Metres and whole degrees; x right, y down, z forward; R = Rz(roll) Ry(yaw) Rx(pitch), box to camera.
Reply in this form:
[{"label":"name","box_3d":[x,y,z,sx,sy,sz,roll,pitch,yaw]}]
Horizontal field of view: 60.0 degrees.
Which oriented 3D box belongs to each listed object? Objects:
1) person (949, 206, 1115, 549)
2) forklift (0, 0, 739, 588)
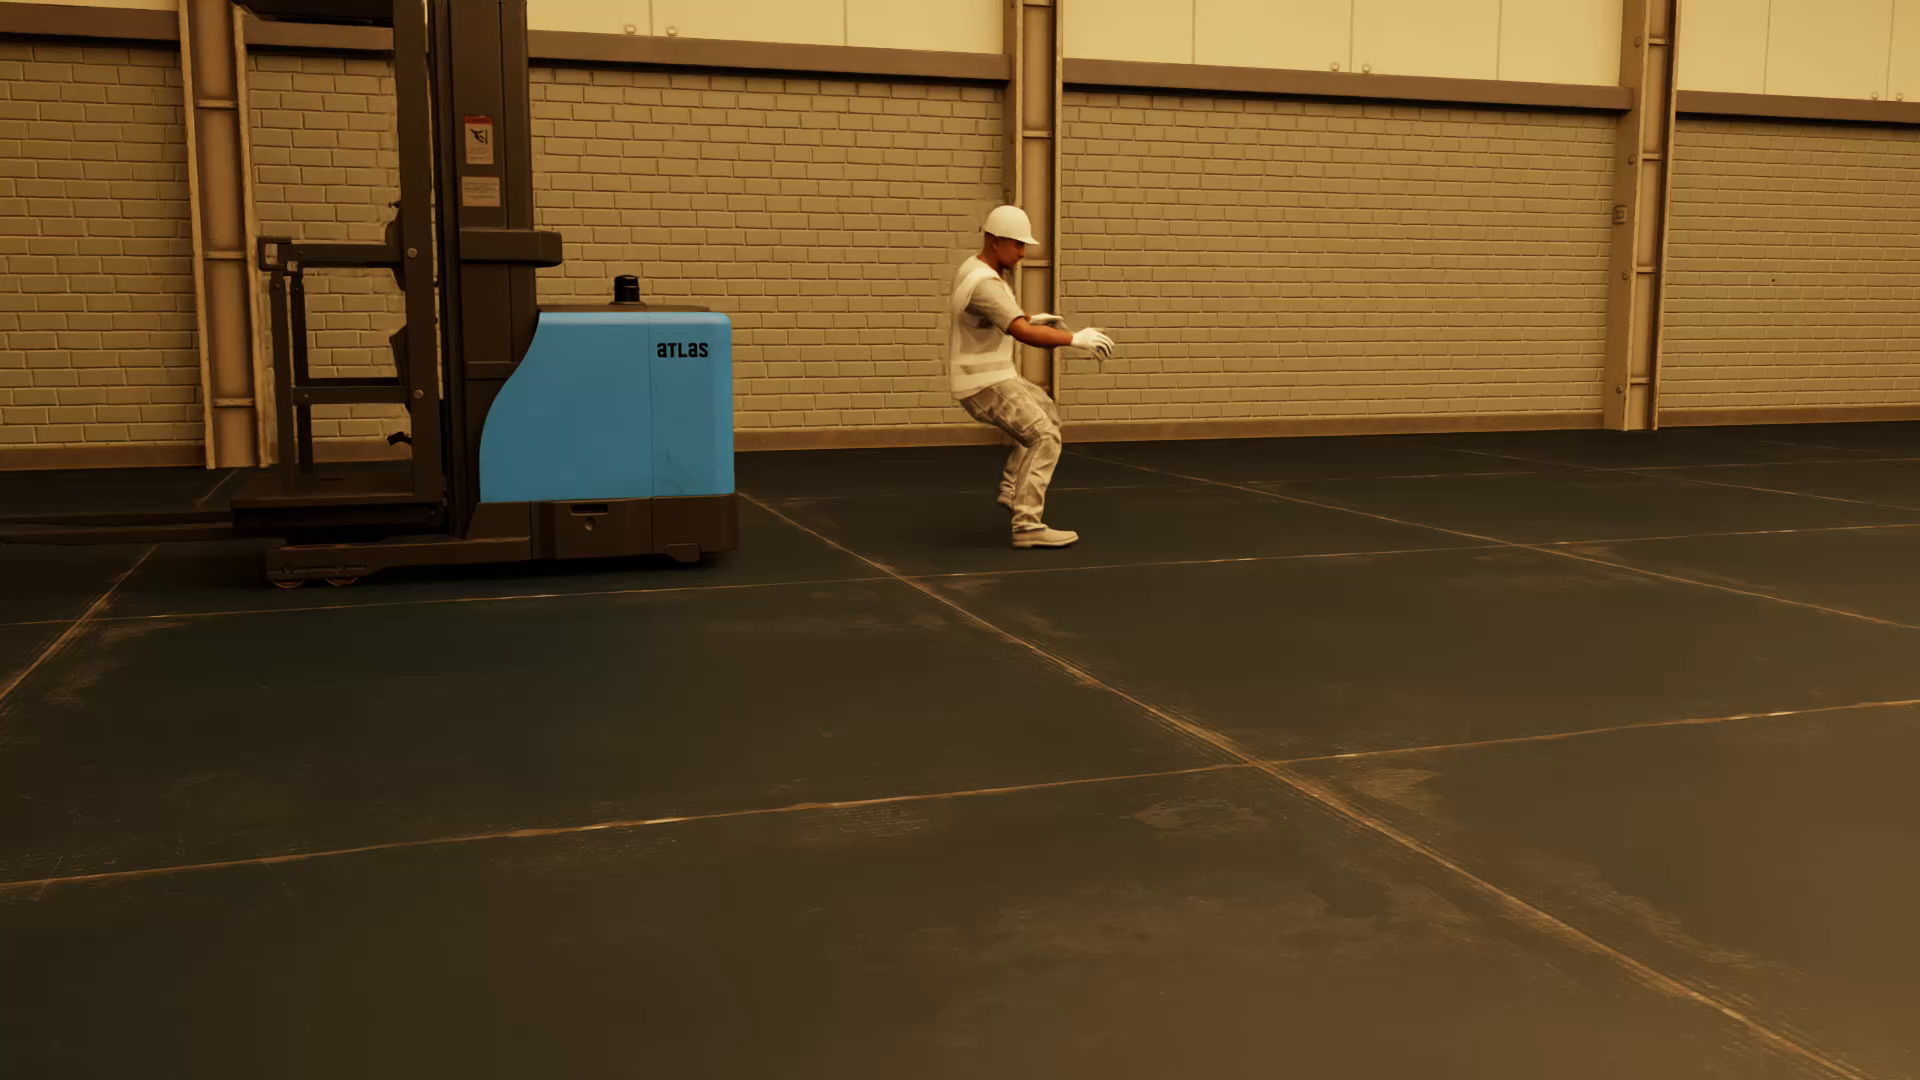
[{"label":"person","box_3d":[0.331,-0.801,7.997,0.766,1.574,1.004,0,8,0]},{"label":"forklift","box_3d":[-2.525,-1.342,6.913,3.031,2.935,1.130,-2,8,-17]}]
